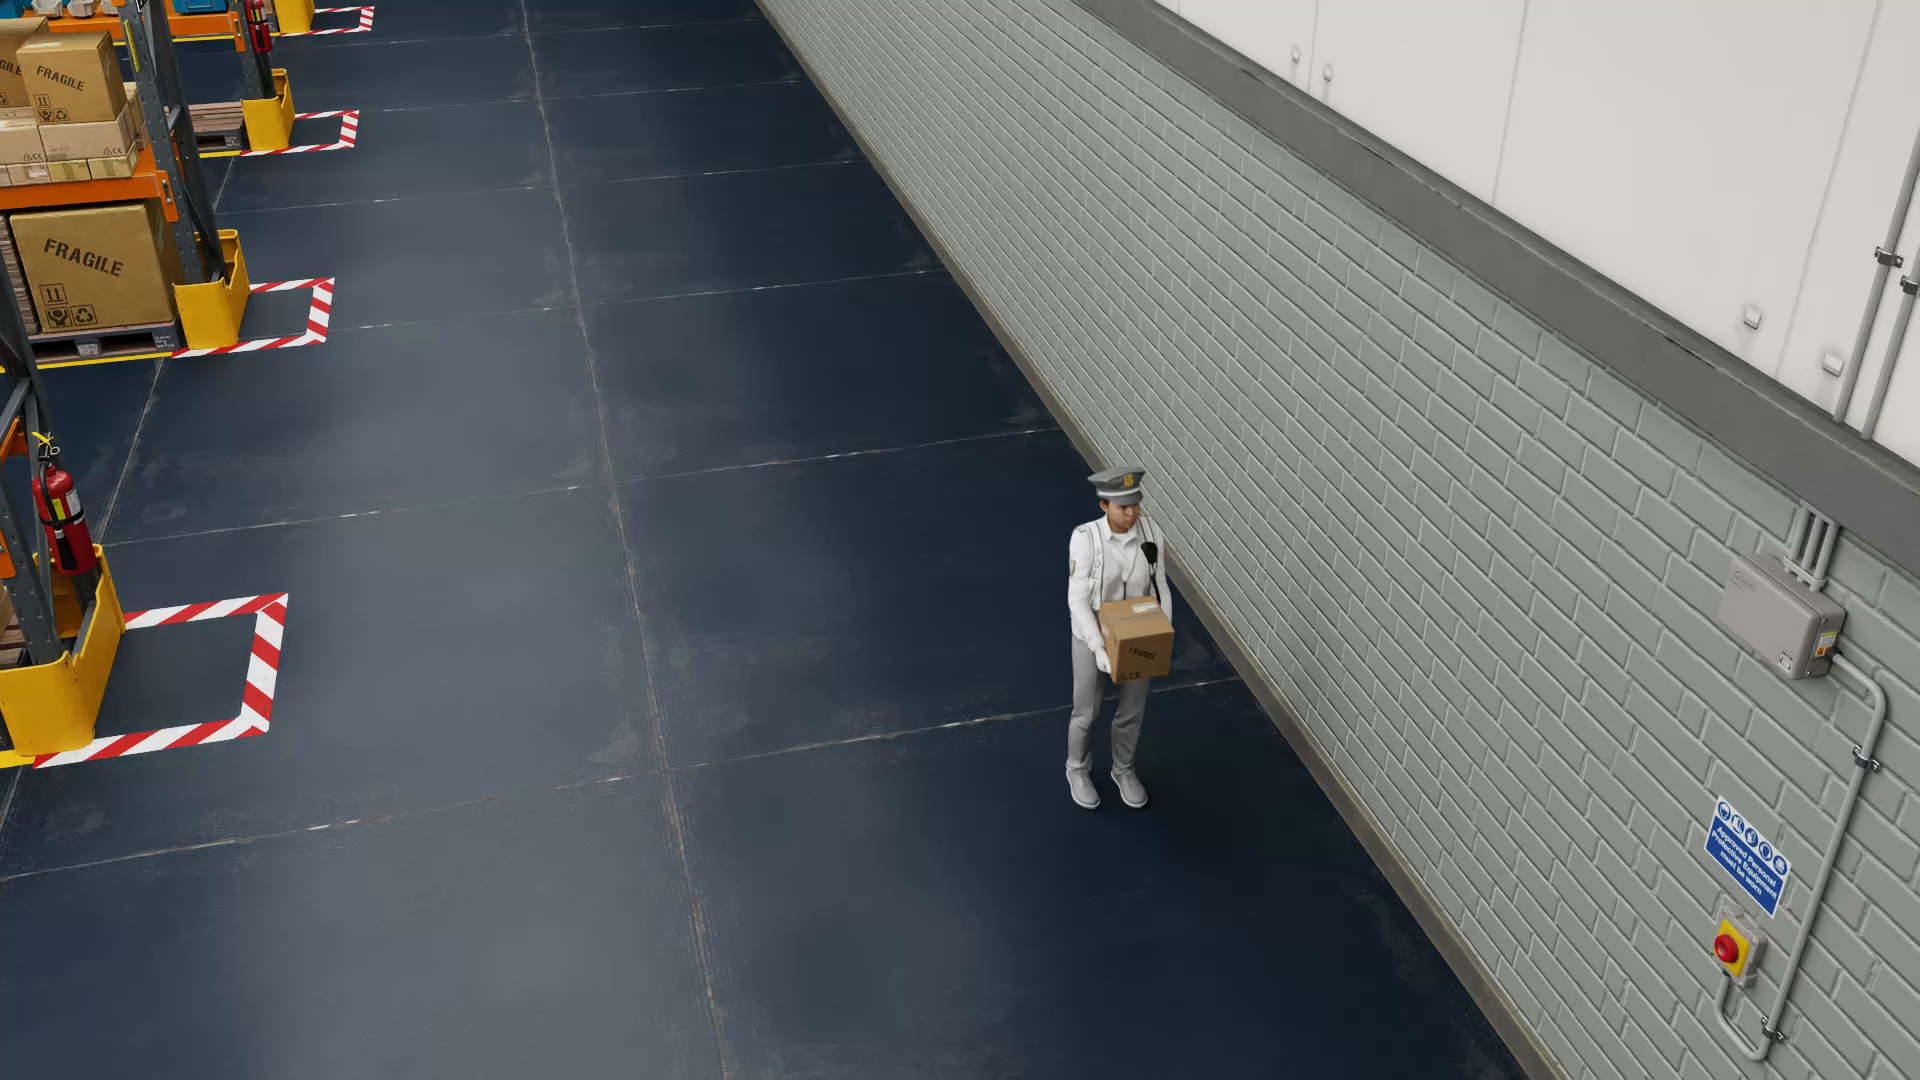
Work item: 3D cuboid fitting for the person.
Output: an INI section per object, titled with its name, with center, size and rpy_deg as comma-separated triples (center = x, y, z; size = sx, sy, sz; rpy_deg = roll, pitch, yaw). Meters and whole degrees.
[person]
center = 0.706, 0.471, 7.410
size = 0.457, 1.690, 0.539
rpy_deg = -8, 31, -13
